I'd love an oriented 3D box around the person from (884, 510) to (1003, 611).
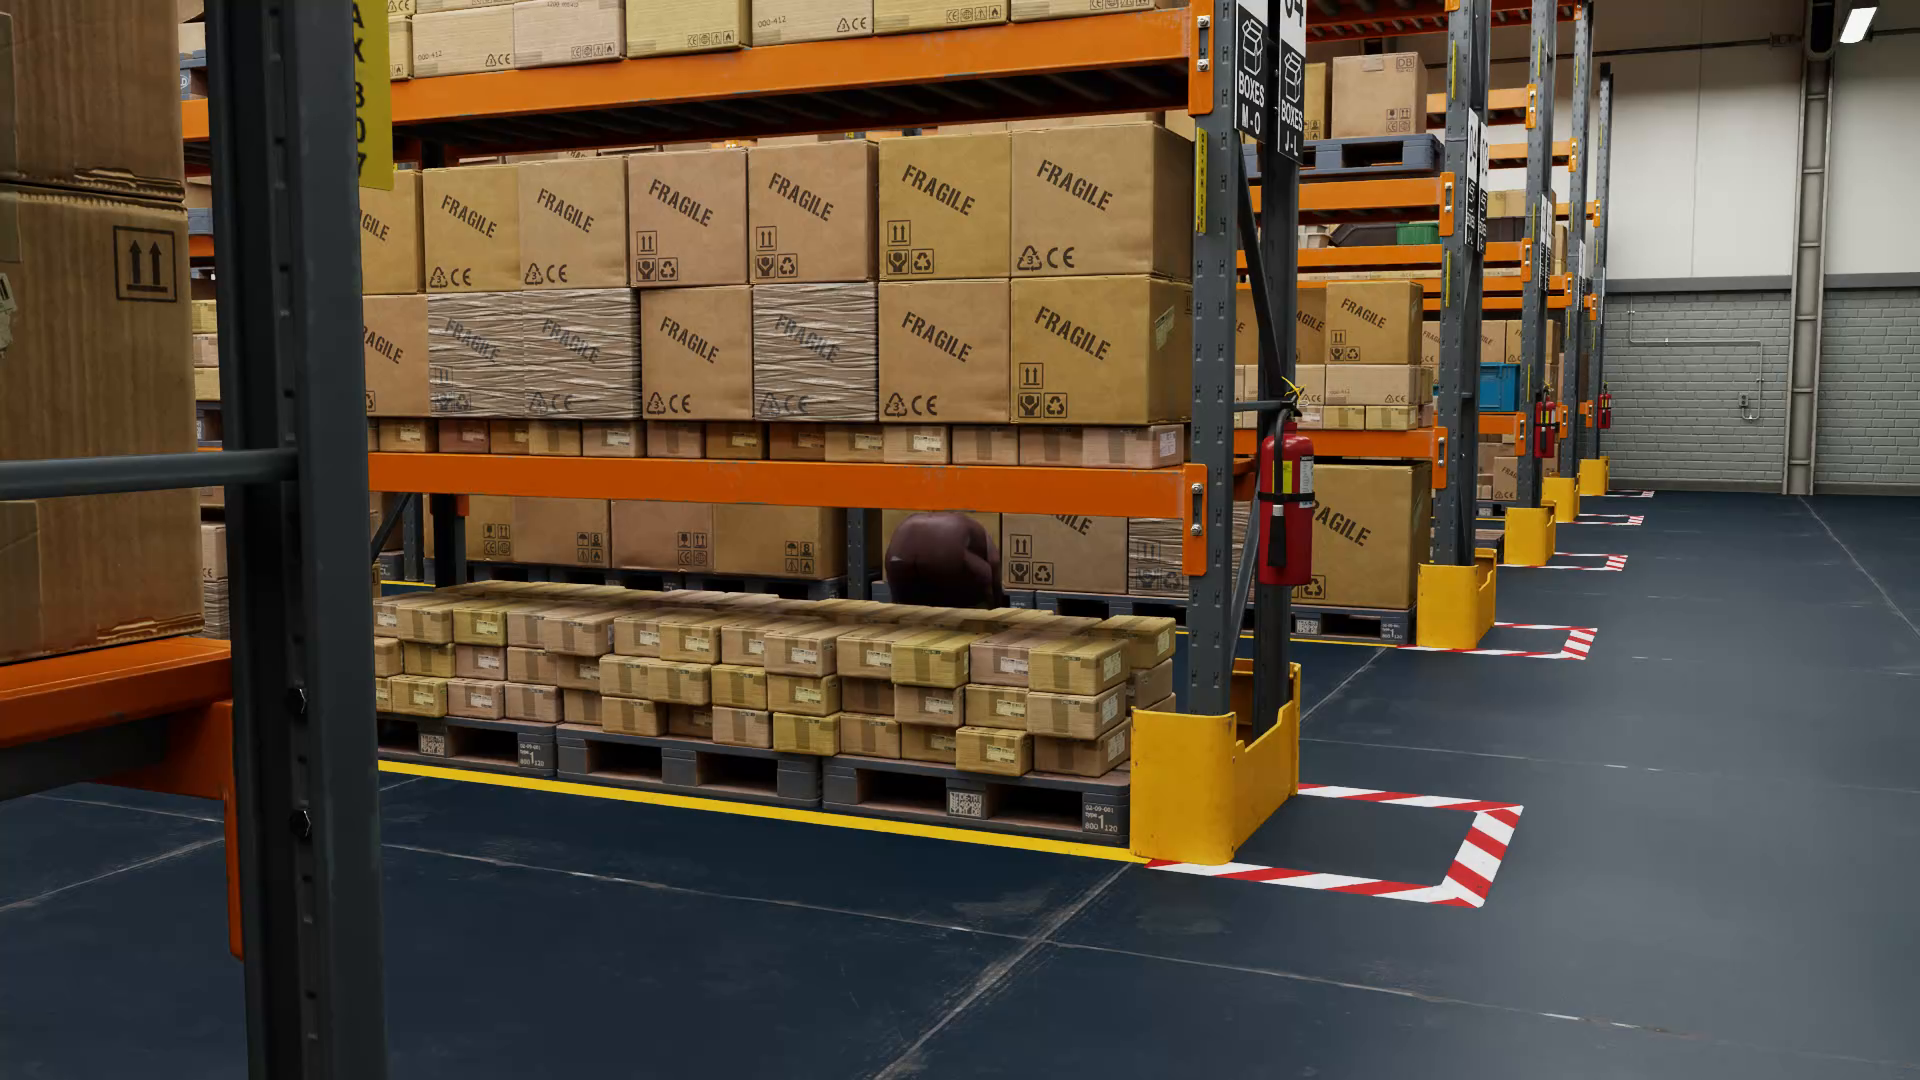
[{"bbox_3d":[-0.066,0.293,8.833,0.591,0.942,0.947,2,6,21],"label":"person"}]
